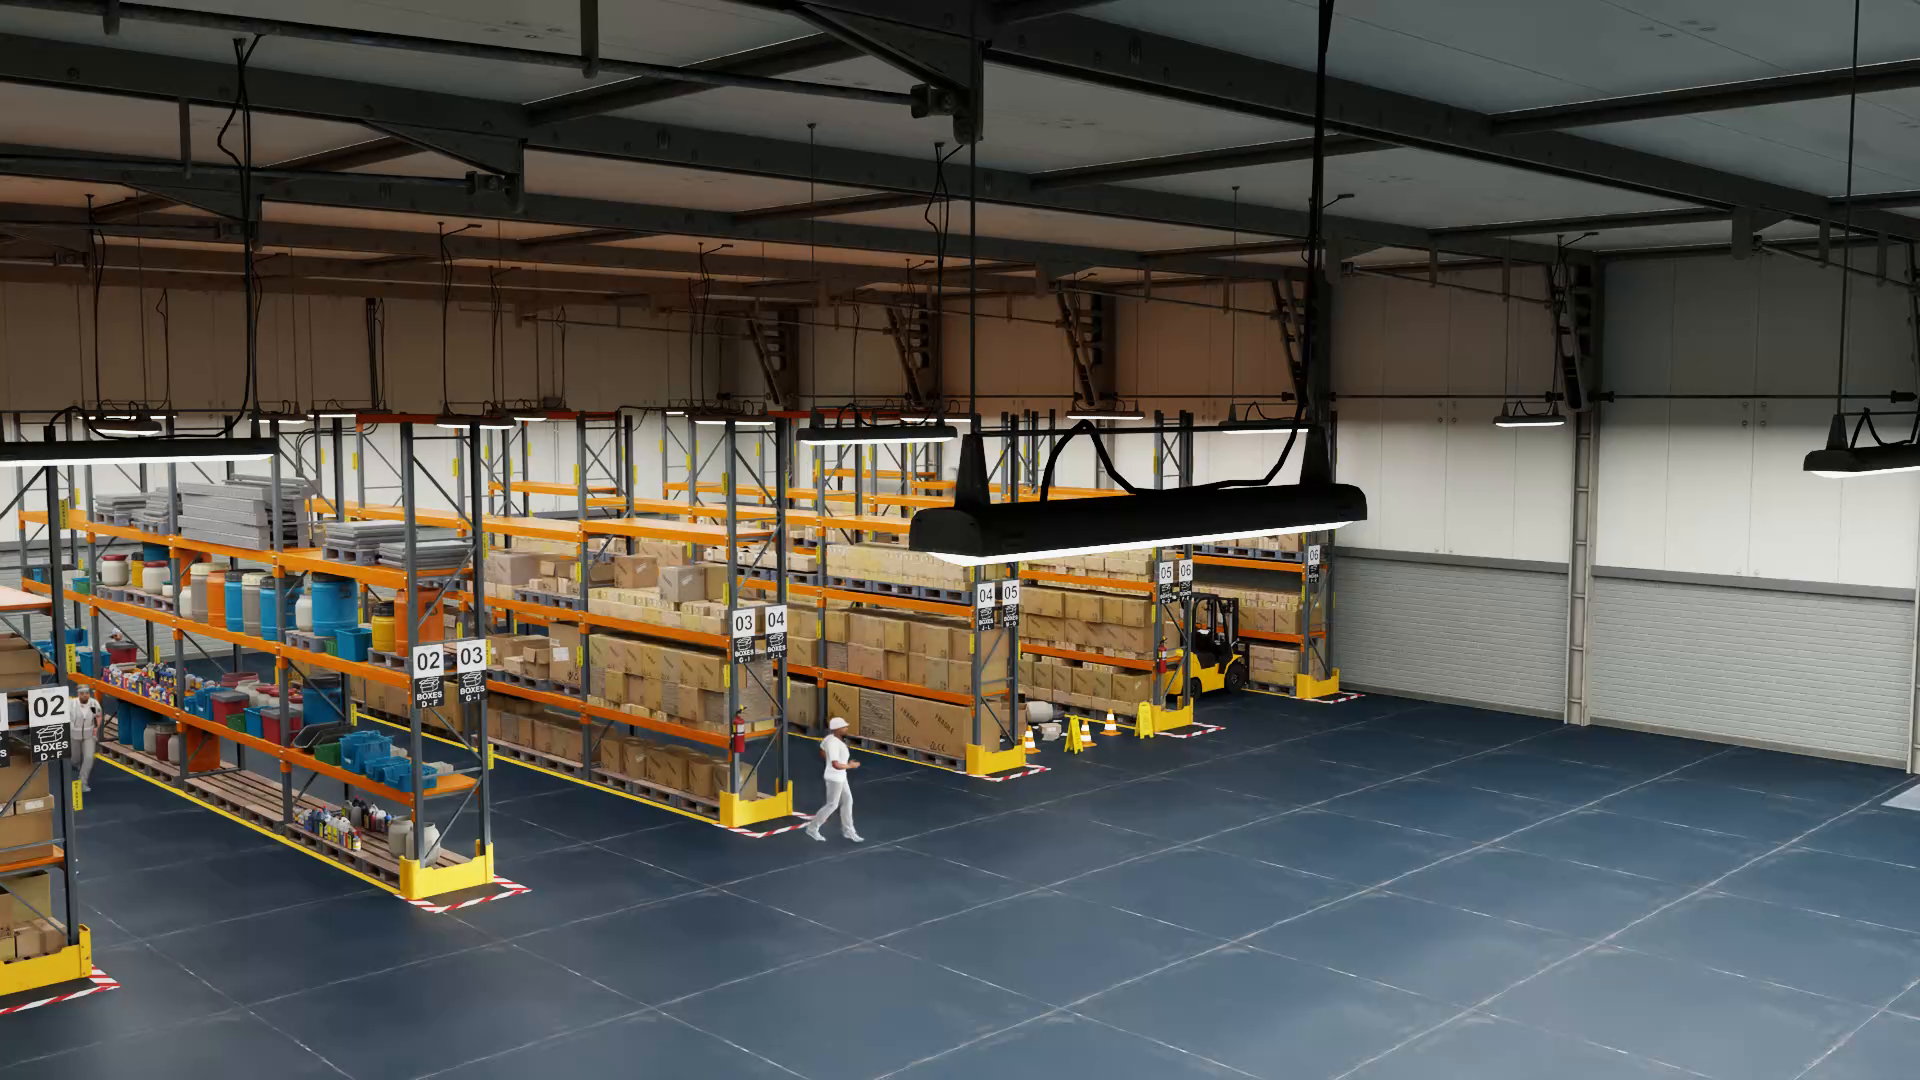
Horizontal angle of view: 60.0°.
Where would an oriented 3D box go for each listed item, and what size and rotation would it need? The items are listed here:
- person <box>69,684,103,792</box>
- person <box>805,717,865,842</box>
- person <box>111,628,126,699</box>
[{"bbox_3d":[-14.217,3.163,26.879,0.683,1.757,0.785,-4,6,-39],"label":"person"},{"bbox_3d":[-1.772,3.404,23.520,0.834,1.809,0.722,0,5,-1],"label":"person"},{"bbox_3d":[-17.237,2.595,33.980,0.535,1.608,0.636,0,5,-5],"label":"person"}]
